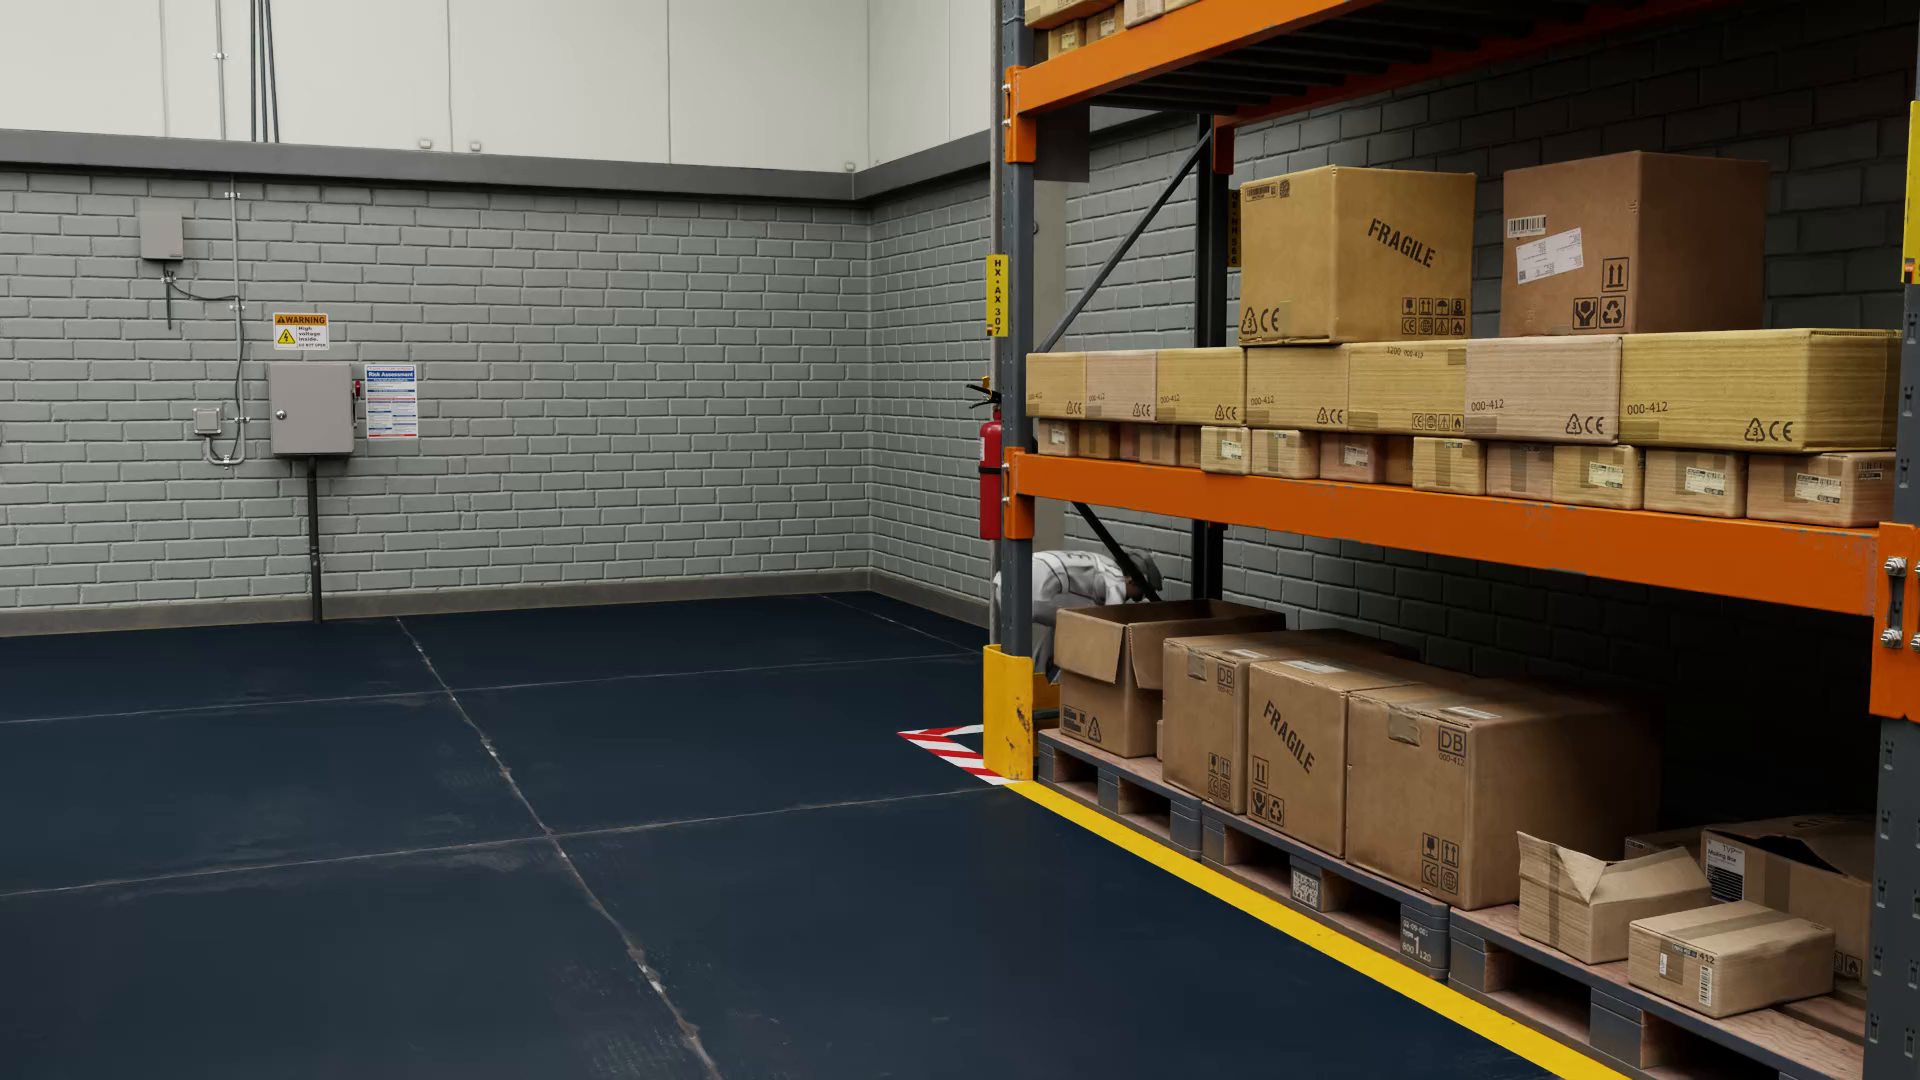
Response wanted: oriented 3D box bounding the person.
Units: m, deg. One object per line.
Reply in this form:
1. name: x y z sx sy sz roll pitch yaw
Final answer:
1. person: 0.602 0.433 8.296 0.913 0.778 0.455 -3 6 -25
